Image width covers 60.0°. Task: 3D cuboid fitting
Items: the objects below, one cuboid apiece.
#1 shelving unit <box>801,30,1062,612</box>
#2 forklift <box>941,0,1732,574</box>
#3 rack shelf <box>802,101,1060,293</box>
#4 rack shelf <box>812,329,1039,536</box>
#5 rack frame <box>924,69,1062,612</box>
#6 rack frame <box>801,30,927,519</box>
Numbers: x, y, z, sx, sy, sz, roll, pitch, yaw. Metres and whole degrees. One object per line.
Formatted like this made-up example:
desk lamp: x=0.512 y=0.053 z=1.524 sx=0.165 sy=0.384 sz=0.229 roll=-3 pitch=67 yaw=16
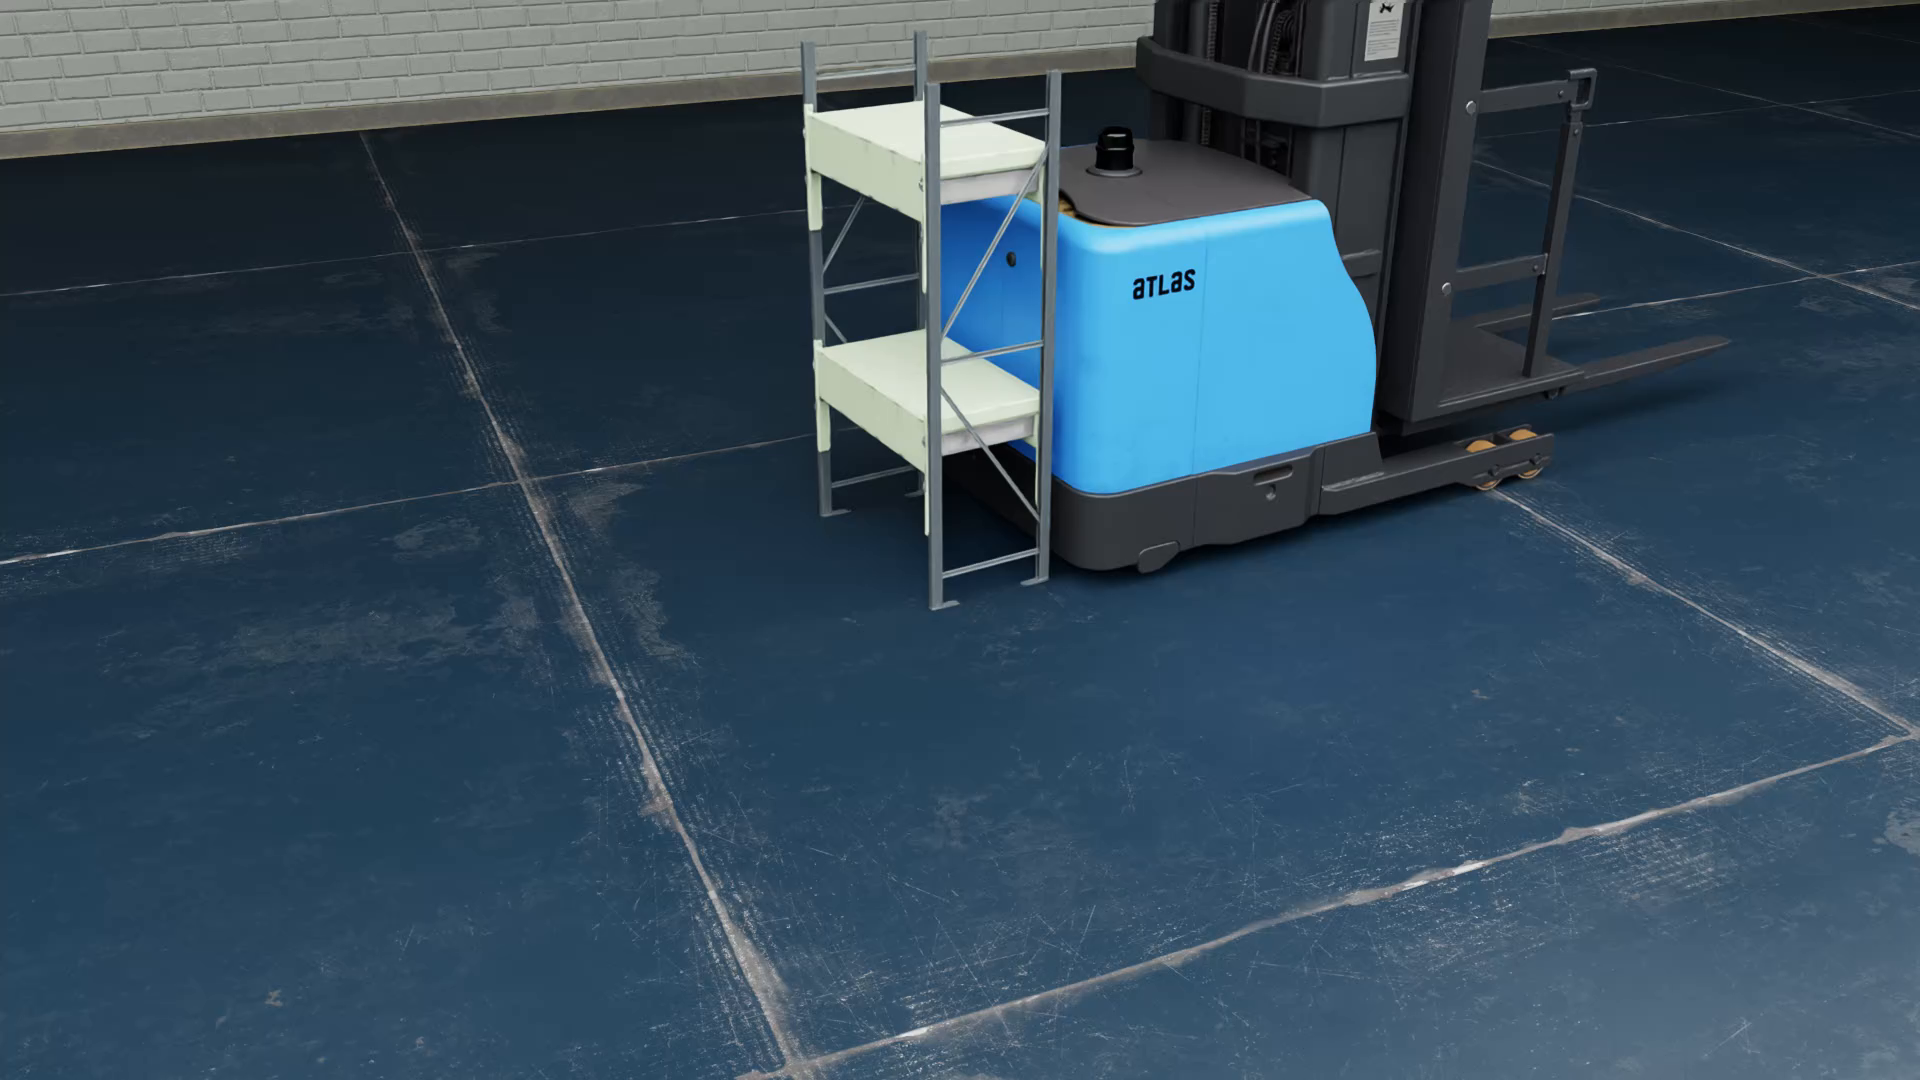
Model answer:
shelving unit: x=-0.095 y=-0.652 z=4.876 sx=0.431 sy=1.500 sz=0.755 roll=-14 pitch=29 yaw=-27
forklift: x=1.436 y=-1.671 z=5.332 sx=3.031 sy=2.935 sz=1.130 roll=-14 pitch=29 yaw=-26
rack shelf: x=-0.095 y=-1.003 z=4.705 sx=0.431 sy=0.370 sz=0.720 roll=-14 pitch=29 yaw=-27
rack shelf: x=-0.095 y=-0.359 z=5.019 sx=0.431 sy=0.370 sz=0.720 roll=-14 pitch=29 yaw=-27
rack frame: x=0.088 y=-0.513 z=4.591 sx=0.400 sy=1.500 sz=0.023 roll=-14 pitch=29 yaw=-27
rack frame: x=-0.277 y=-0.791 z=5.161 sx=0.400 sy=1.500 sz=0.023 roll=-14 pitch=29 yaw=-27
